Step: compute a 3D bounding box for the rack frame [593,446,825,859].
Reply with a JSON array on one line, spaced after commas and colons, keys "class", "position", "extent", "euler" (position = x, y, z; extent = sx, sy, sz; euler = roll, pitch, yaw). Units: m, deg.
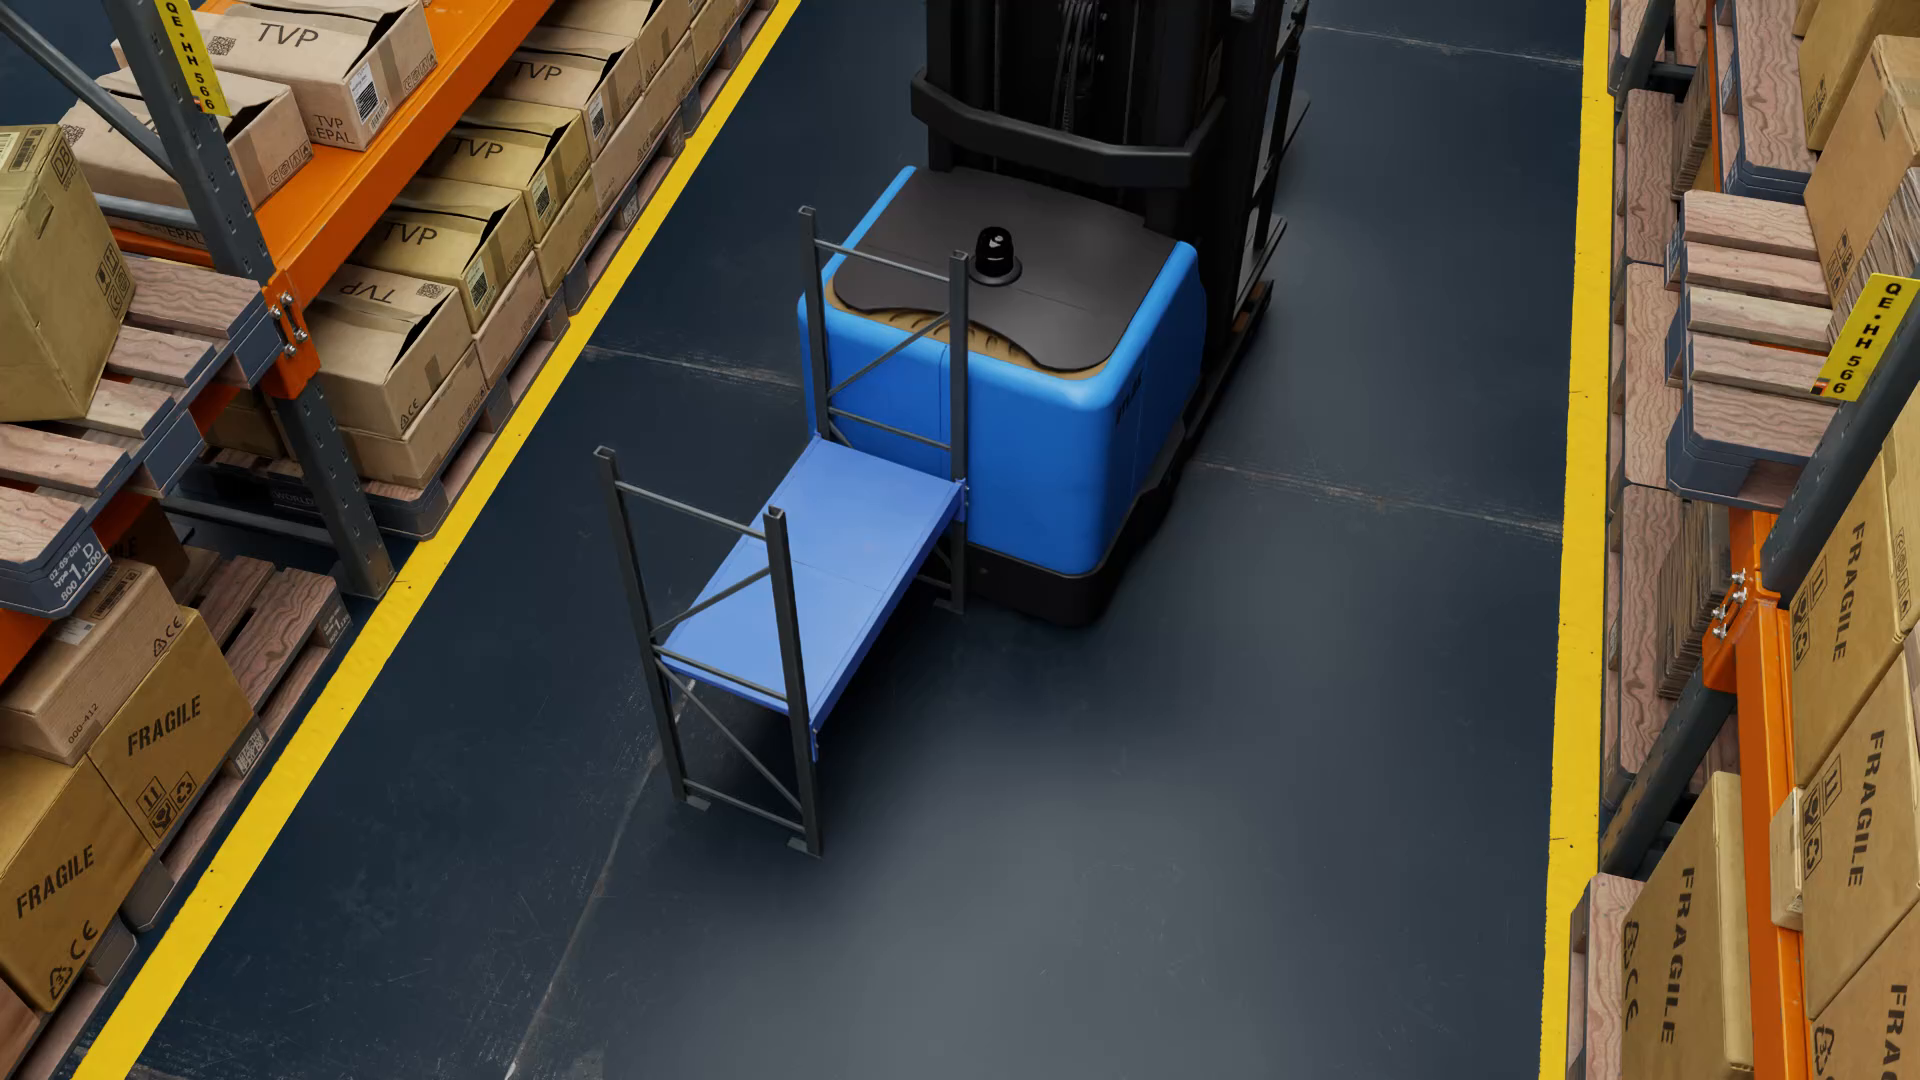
[{"class": "rack frame", "position": [-0.634, 0.360, 4.432], "extent": [0.500, 1.500, 0.032], "euler": [19, 51, 16]}]

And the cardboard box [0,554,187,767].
[{"class": "cardboard box", "position": [-2.438, 0.272, 4.383], "extent": [0.500, 0.250, 0.500], "euler": [13, 50, 11]}]

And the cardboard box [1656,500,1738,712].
[{"class": "cardboard box", "position": [2.512, 0.199, 4.947], "extent": [0.700, 0.500, 0.500], "euler": [12, 50, 11]}]

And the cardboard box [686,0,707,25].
[{"class": "cardboard box", "position": [-1.316, -2.507, 7.142], "extent": [0.500, 0.311, 0.500], "euler": [13, 50, 11]}]

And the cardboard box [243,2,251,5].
[{"class": "cardboard box", "position": [-2.126, -1.776, 5.485], "extent": [0.380, 0.149, 0.250], "euler": [15, 50, 13]}]

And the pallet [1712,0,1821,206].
[{"class": "pallet", "position": [2.854, -1.328, 5.049], "extent": [1.003, 0.211, 1.213], "euler": [12, 50, 10]}]

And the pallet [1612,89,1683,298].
[{"class": "pallet", "position": [3.222, -1.358, 6.808], "extent": [1.003, 0.211, 1.213], "euler": [12, 50, 10]}]

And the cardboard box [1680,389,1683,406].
[{"class": "cardboard box", "position": [2.863, -0.515, 5.578], "extent": [0.700, 0.500, 0.500], "euler": [11, 50, 10]}]

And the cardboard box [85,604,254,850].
[{"class": "cardboard box", "position": [-2.427, 0.478, 4.701], "extent": [0.500, 0.500, 0.500], "euler": [13, 50, 12]}]

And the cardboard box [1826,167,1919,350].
[{"class": "cardboard box", "position": [2.487, -0.472, 3.806], "extent": [0.700, 0.500, 0.500], "euler": [6, 49, 6]}]

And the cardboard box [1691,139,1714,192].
[{"class": "cardboard box", "position": [3.160, -1.244, 6.221], "extent": [0.700, 0.500, 0.500], "euler": [11, 49, 9]}]

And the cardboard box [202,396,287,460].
[{"class": "cardboard box", "position": [-2.504, -0.584, 5.818], "extent": [0.500, 0.250, 0.500], "euler": [13, 50, 11]}]

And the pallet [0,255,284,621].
[{"class": "pallet", "position": [-2.518, -0.358, 4.194], "extent": [1.213, 0.211, 1.003], "euler": [12, 50, 10]}]

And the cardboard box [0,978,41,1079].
[{"class": "cardboard box", "position": [-2.696, 1.233, 4.035], "extent": [0.500, 0.500, 0.500], "euler": [10, 49, 9]}]

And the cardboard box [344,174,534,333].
[{"class": "cardboard box", "position": [-1.856, -1.043, 5.850], "extent": [0.500, 0.311, 0.500], "euler": [10, 49, 9]}]

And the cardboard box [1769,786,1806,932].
[{"class": "cardboard box", "position": [1.836, 0.674, 3.309], "extent": [0.380, 0.149, 0.250], "euler": [13, 50, 11]}]

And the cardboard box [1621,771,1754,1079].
[{"class": "cardboard box", "position": [2.052, 1.127, 3.908], "extent": [0.750, 0.750, 0.750], "euler": [11, 49, 10]}]

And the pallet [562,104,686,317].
[{"class": "pallet", "position": [-1.830, -1.471, 6.907], "extent": [1.003, 0.211, 1.213], "euler": [12, 50, 10]}]

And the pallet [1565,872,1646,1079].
[{"class": "pallet", "position": [2.092, 1.527, 4.262], "extent": [1.003, 0.211, 1.213], "euler": [12, 50, 10]}]

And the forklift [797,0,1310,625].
[{"class": "forklift", "position": [0.567, -1.814, 5.396], "extent": [1.130, 2.935, 3.031], "euler": [19, 51, 16]}]

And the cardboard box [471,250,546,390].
[{"class": "cardboard box", "position": [-1.855, -0.840, 6.044], "extent": [0.500, 0.250, 0.500], "euler": [10, 49, 9]}]

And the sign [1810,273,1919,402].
[{"class": "sign", "position": [1.846, -0.408, 3.390], "extent": [0.100, 0.325, 0.005], "euler": [12, 50, 10]}]

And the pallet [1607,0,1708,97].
[{"class": "pallet", "position": [3.568, -2.415, 7.740], "extent": [1.003, 0.211, 1.213], "euler": [12, 50, 10]}]

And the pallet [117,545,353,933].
[{"class": "pallet", "position": [-2.641, 0.529, 5.142], "extent": [1.003, 0.211, 1.213], "euler": [12, 50, 10]}]

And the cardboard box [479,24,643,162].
[{"class": "cardboard box", "position": [-1.585, -1.784, 6.503], "extent": [0.500, 0.311, 0.500], "euler": [11, 49, 10]}]

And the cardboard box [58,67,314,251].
[{"class": "cardboard box", "position": [-2.270, -1.151, 4.825], "extent": [0.500, 0.311, 0.500], "euler": [14, 50, 12]}]

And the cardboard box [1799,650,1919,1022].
[{"class": "cardboard box", "position": [1.851, 0.588, 2.952], "extent": [0.500, 0.500, 0.500], "euler": [13, 50, 11]}]

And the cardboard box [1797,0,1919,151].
[{"class": "cardboard box", "position": [2.793, -1.377, 4.605], "extent": [0.700, 0.500, 0.500], "euler": [12, 50, 10]}]

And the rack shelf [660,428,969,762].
[{"class": "rack shelf", "position": [-0.422, 0.132, 4.873], "extent": [0.538, 0.185, 1.000], "euler": [19, 51, 16]}]

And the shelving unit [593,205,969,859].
[{"class": "shelving unit", "position": [-0.422, 0.013, 4.738], "extent": [0.538, 1.500, 1.048], "euler": [19, 51, 16]}]

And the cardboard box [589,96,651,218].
[{"class": "cardboard box", "position": [-1.589, -1.588, 6.705], "extent": [0.500, 0.250, 0.500], "euler": [12, 50, 11]}]

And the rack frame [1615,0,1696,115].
[{"class": "rack frame", "position": [3.425, -2.844, 6.260], "extent": [1.000, 3.000, 0.127], "euler": [12, 50, 10]}]

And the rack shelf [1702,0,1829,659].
[{"class": "rack shelf", "position": [2.899, -1.160, 5.253], "extent": [1.077, 0.370, 4.000], "euler": [12, 50, 10]}]

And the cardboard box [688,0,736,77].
[{"class": "cardboard box", "position": [-1.319, -2.326, 7.356], "extent": [0.500, 0.250, 0.500], "euler": [11, 49, 9]}]

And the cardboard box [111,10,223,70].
[{"class": "cardboard box", "position": [-2.437, -1.548, 5.283], "extent": [0.380, 0.149, 0.250], "euler": [12, 50, 10]}]

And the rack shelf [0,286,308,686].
[{"class": "rack shelf", "position": [-2.934, 0.759, 3.560], "extent": [1.077, 0.370, 4.000], "euler": [12, 50, 10]}]

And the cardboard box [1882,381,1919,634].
[{"class": "cardboard box", "position": [1.997, -0.039, 3.005], "extent": [0.500, 0.250, 0.500], "euler": [13, 50, 11]}]
